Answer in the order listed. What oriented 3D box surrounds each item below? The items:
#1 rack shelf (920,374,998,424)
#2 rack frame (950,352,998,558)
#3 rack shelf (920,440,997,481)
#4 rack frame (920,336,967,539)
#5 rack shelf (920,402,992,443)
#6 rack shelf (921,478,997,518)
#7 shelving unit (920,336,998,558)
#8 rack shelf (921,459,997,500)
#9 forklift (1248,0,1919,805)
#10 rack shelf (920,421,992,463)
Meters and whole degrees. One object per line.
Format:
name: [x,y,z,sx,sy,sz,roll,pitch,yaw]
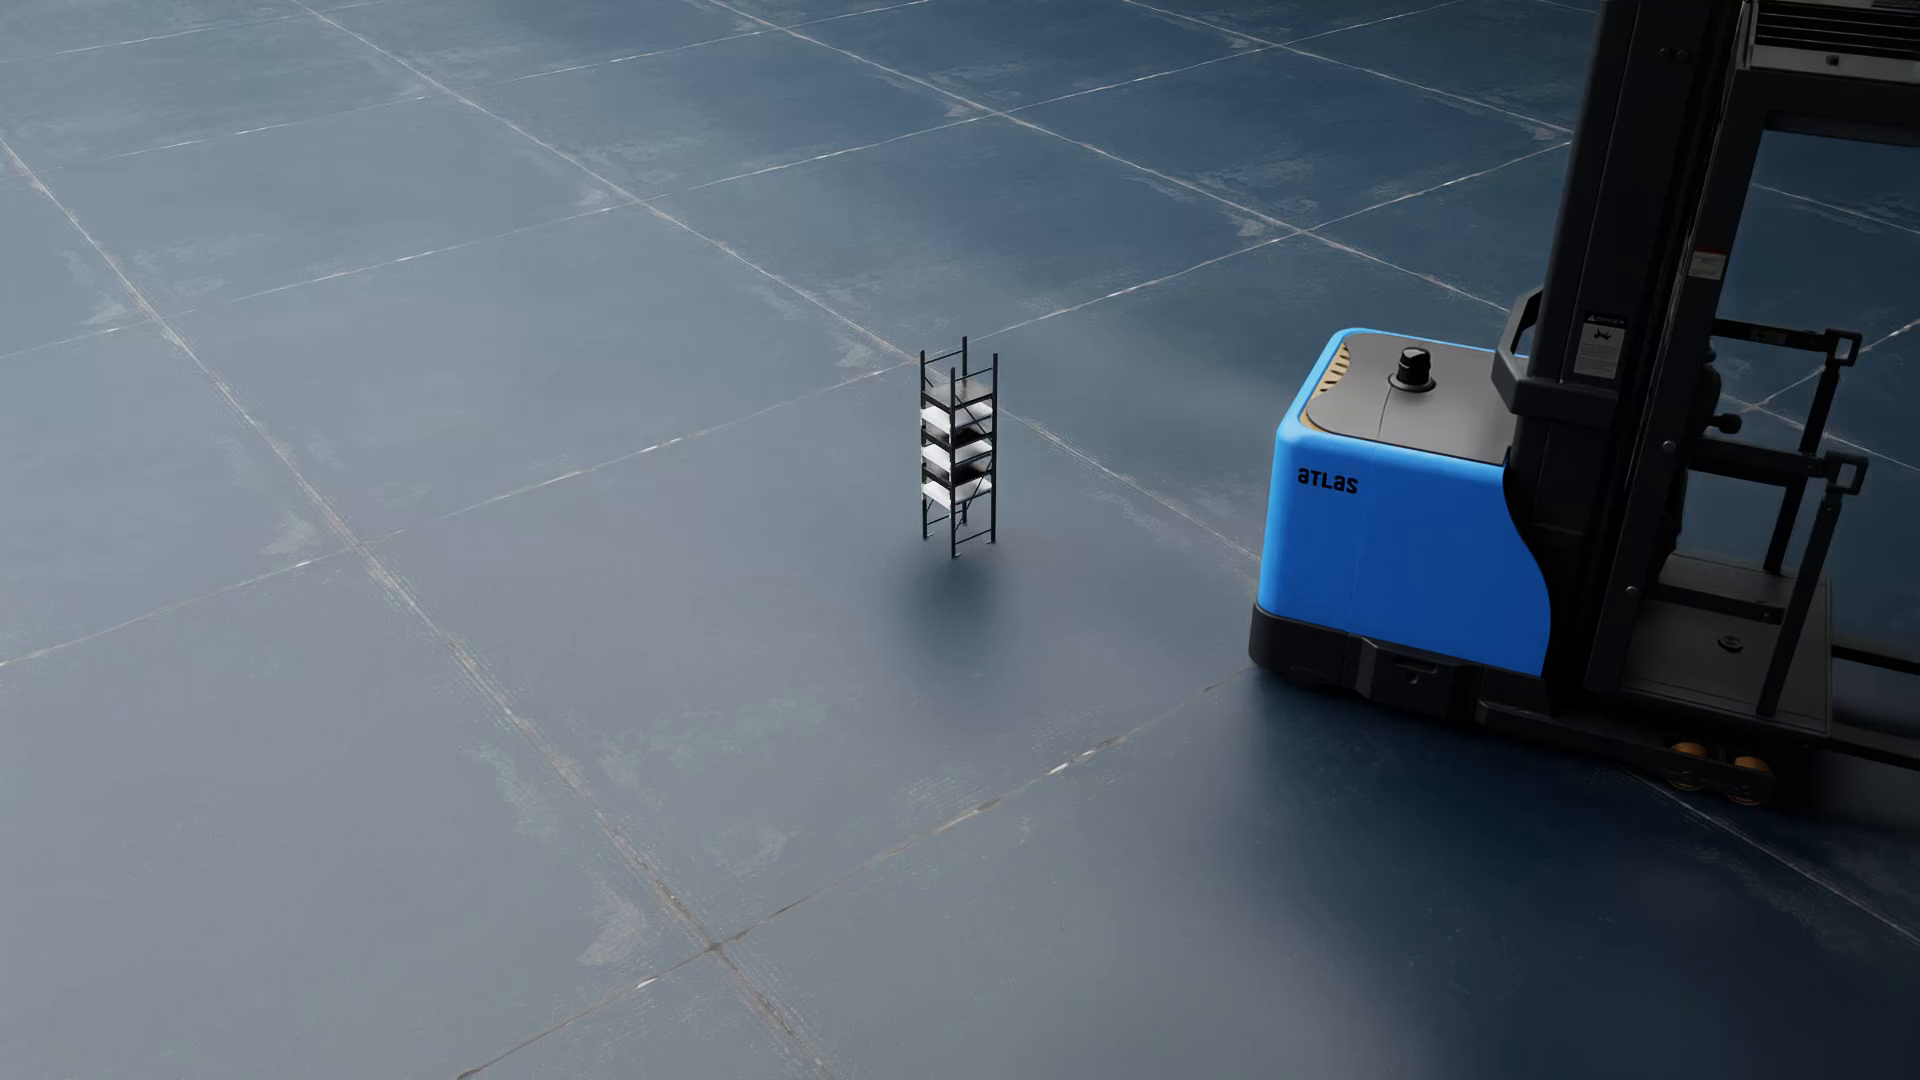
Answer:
rack shelf: [-0.005,-0.587,6.893,0.258,0.077,0.200,-22,38,-31]
rack frame: [0.057,-0.343,6.950,0.240,0.900,0.006,-22,38,-31]
rack shelf: [-0.005,-0.357,7.036,0.258,0.077,0.200,-22,38,-31]
rack frame: [-0.067,-0.428,7.086,0.240,0.900,0.006,-22,38,-31]
rack shelf: [-0.005,-0.510,6.941,0.258,0.077,0.200,-22,38,-31]
rack shelf: [-0.005,-0.204,7.131,0.258,0.077,0.200,-22,38,-31]
shelving unit: [-0.005,-0.386,7.018,0.258,0.900,0.210,-22,38,-31]
rack shelf: [-0.005,-0.281,7.083,0.258,0.077,0.200,-22,38,-31]
forklift: [2.674,-0.646,5.512,3.031,2.935,1.130,13,34,20]
rack shelf: [-0.005,-0.434,6.988,0.258,0.077,0.200,-22,38,-31]
